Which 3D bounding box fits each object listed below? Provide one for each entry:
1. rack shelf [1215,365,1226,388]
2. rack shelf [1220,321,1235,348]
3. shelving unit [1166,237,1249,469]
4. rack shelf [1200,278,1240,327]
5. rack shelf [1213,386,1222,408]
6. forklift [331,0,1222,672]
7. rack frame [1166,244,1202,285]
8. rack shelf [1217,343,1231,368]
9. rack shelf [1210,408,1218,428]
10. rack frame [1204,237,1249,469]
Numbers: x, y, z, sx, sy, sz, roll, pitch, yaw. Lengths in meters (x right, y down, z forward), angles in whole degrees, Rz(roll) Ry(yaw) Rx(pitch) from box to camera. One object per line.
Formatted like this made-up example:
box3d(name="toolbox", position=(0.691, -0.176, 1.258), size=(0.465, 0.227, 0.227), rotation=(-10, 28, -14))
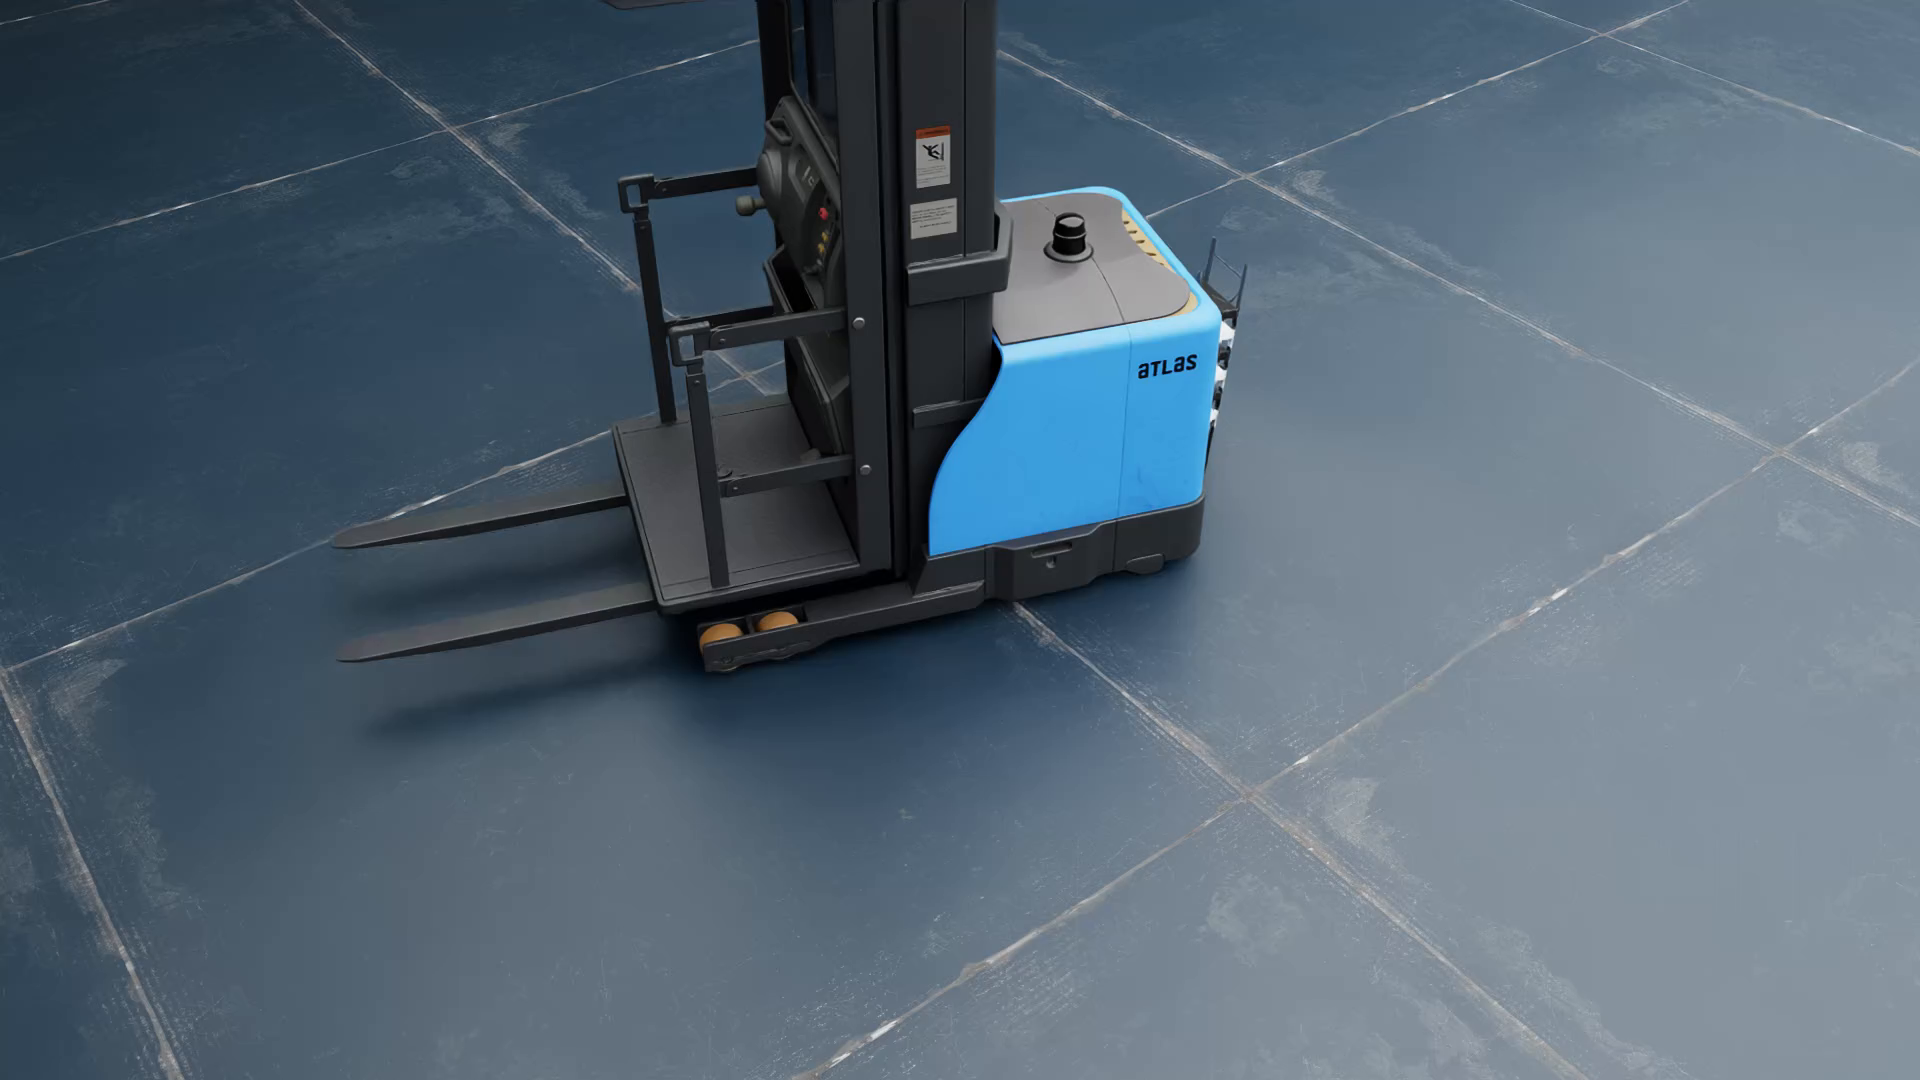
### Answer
box3d(name="rack shelf", position=(0.867, -0.661, 6.386), size=(0.200, 0.077, 0.258), rotation=(-13, 41, -23))
box3d(name="rack shelf", position=(0.882, -0.804, 6.278), size=(0.200, 0.077, 0.258), rotation=(-13, 41, -23))
box3d(name="shelving unit", position=(0.869, -0.688, 6.366), size=(0.210, 0.900, 0.258), rotation=(-13, 41, -23))
box3d(name="rack shelf", position=(0.889, -0.876, 6.224), size=(0.200, 0.077, 0.258), rotation=(-13, 41, -23))
box3d(name="rack shelf", position=(0.859, -0.590, 6.440), size=(0.200, 0.077, 0.258), rotation=(-13, 41, -23))
box3d(name="forklift", position=(-0.690, -1.059, 5.230), size=(3.031, 2.935, 1.130), rotation=(-11, 41, -14))
box3d(name="rack frame", position=(0.778, -0.667, 6.327), size=(0.006, 0.900, 0.240), rotation=(-13, 41, -23))
box3d(name="rack shelf", position=(0.874, -0.733, 6.332), size=(0.200, 0.077, 0.258), rotation=(-13, 41, -23))
box3d(name="rack shelf", position=(0.852, -0.518, 6.494), size=(0.200, 0.077, 0.258), rotation=(-13, 41, -23))
box3d(name="rack frame", position=(0.961, -0.708, 6.406), size=(0.006, 0.900, 0.240), rotation=(-13, 41, -23))
